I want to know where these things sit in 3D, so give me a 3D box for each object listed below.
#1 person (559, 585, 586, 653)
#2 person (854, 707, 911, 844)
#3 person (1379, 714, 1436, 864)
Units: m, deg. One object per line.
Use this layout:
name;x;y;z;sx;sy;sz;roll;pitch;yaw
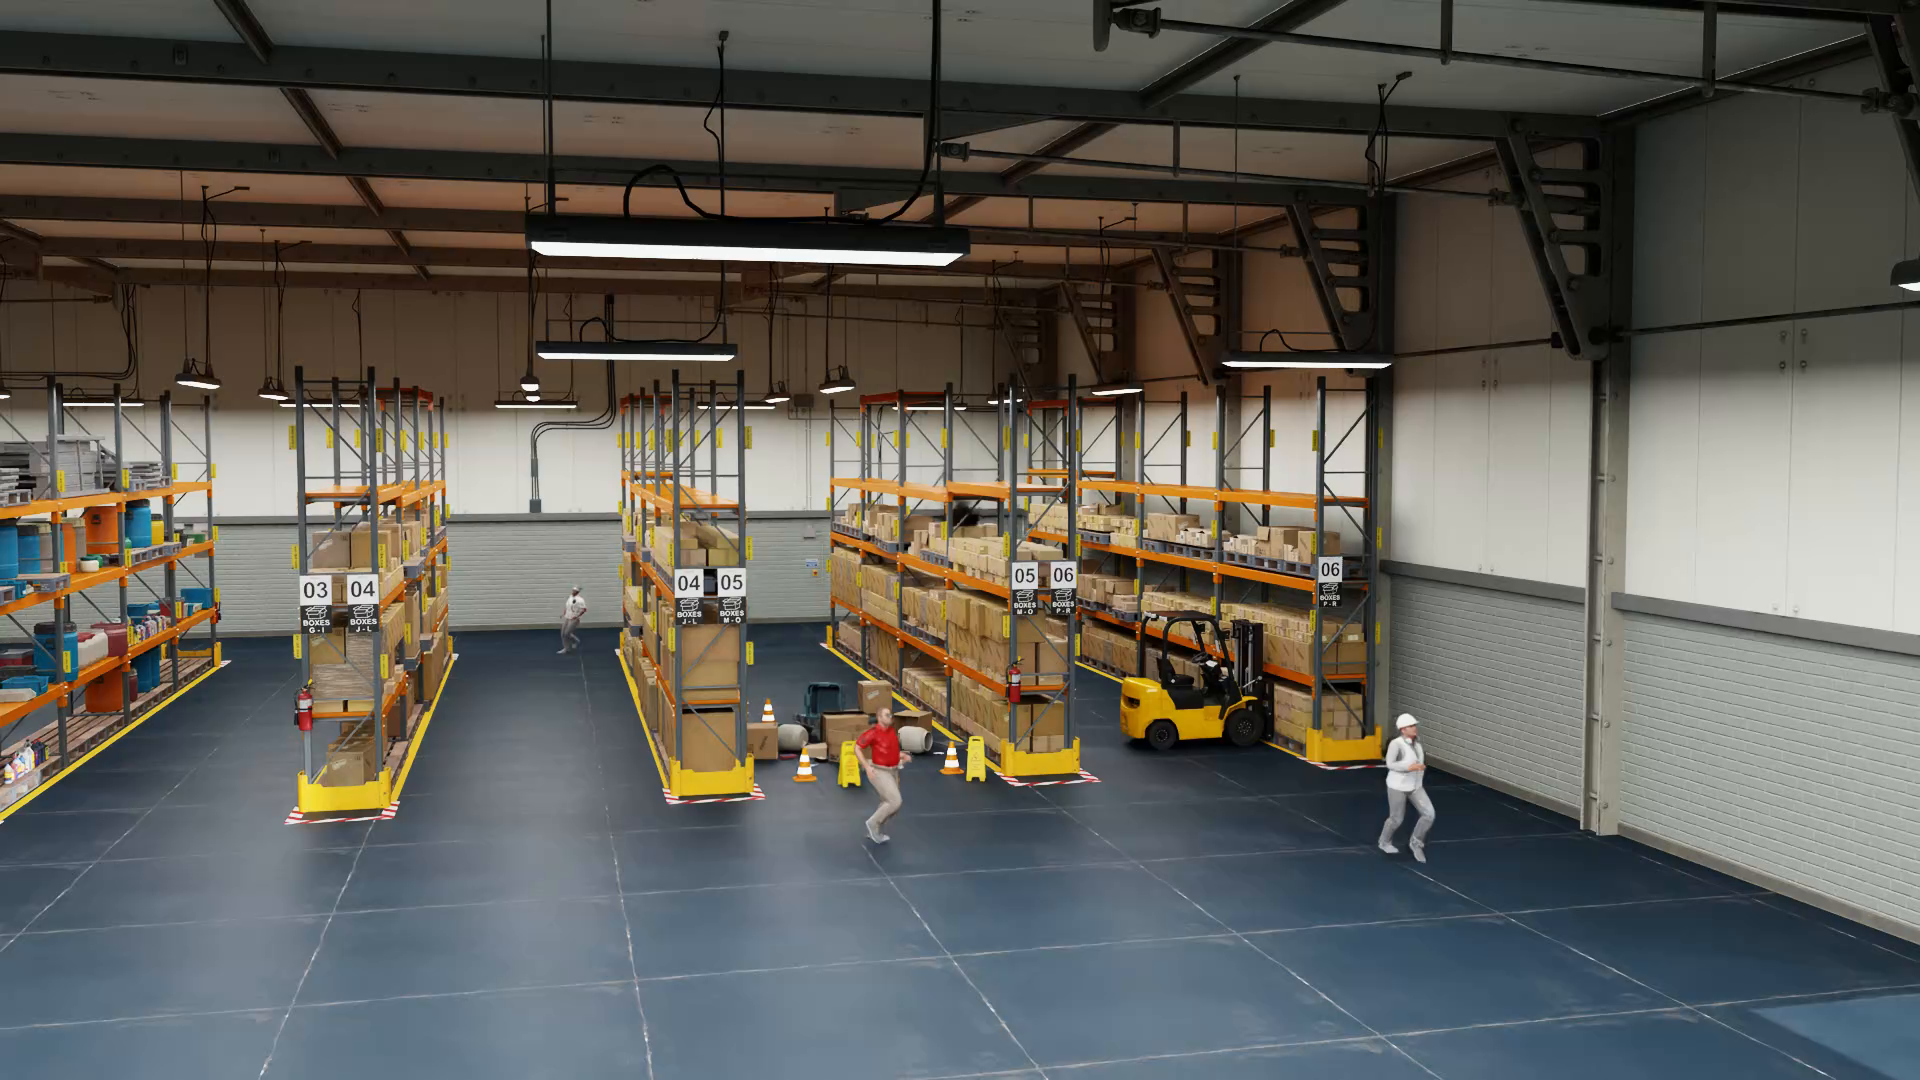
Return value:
person;-9.144;1.864;39.231;0.659;1.638;0.506;2;4;36
person;-0.898;2.917;20.597;0.642;1.690;0.646;2;4;28
person;5.277;2.950;19.778;0.640;1.795;0.777;-2;4;-29
